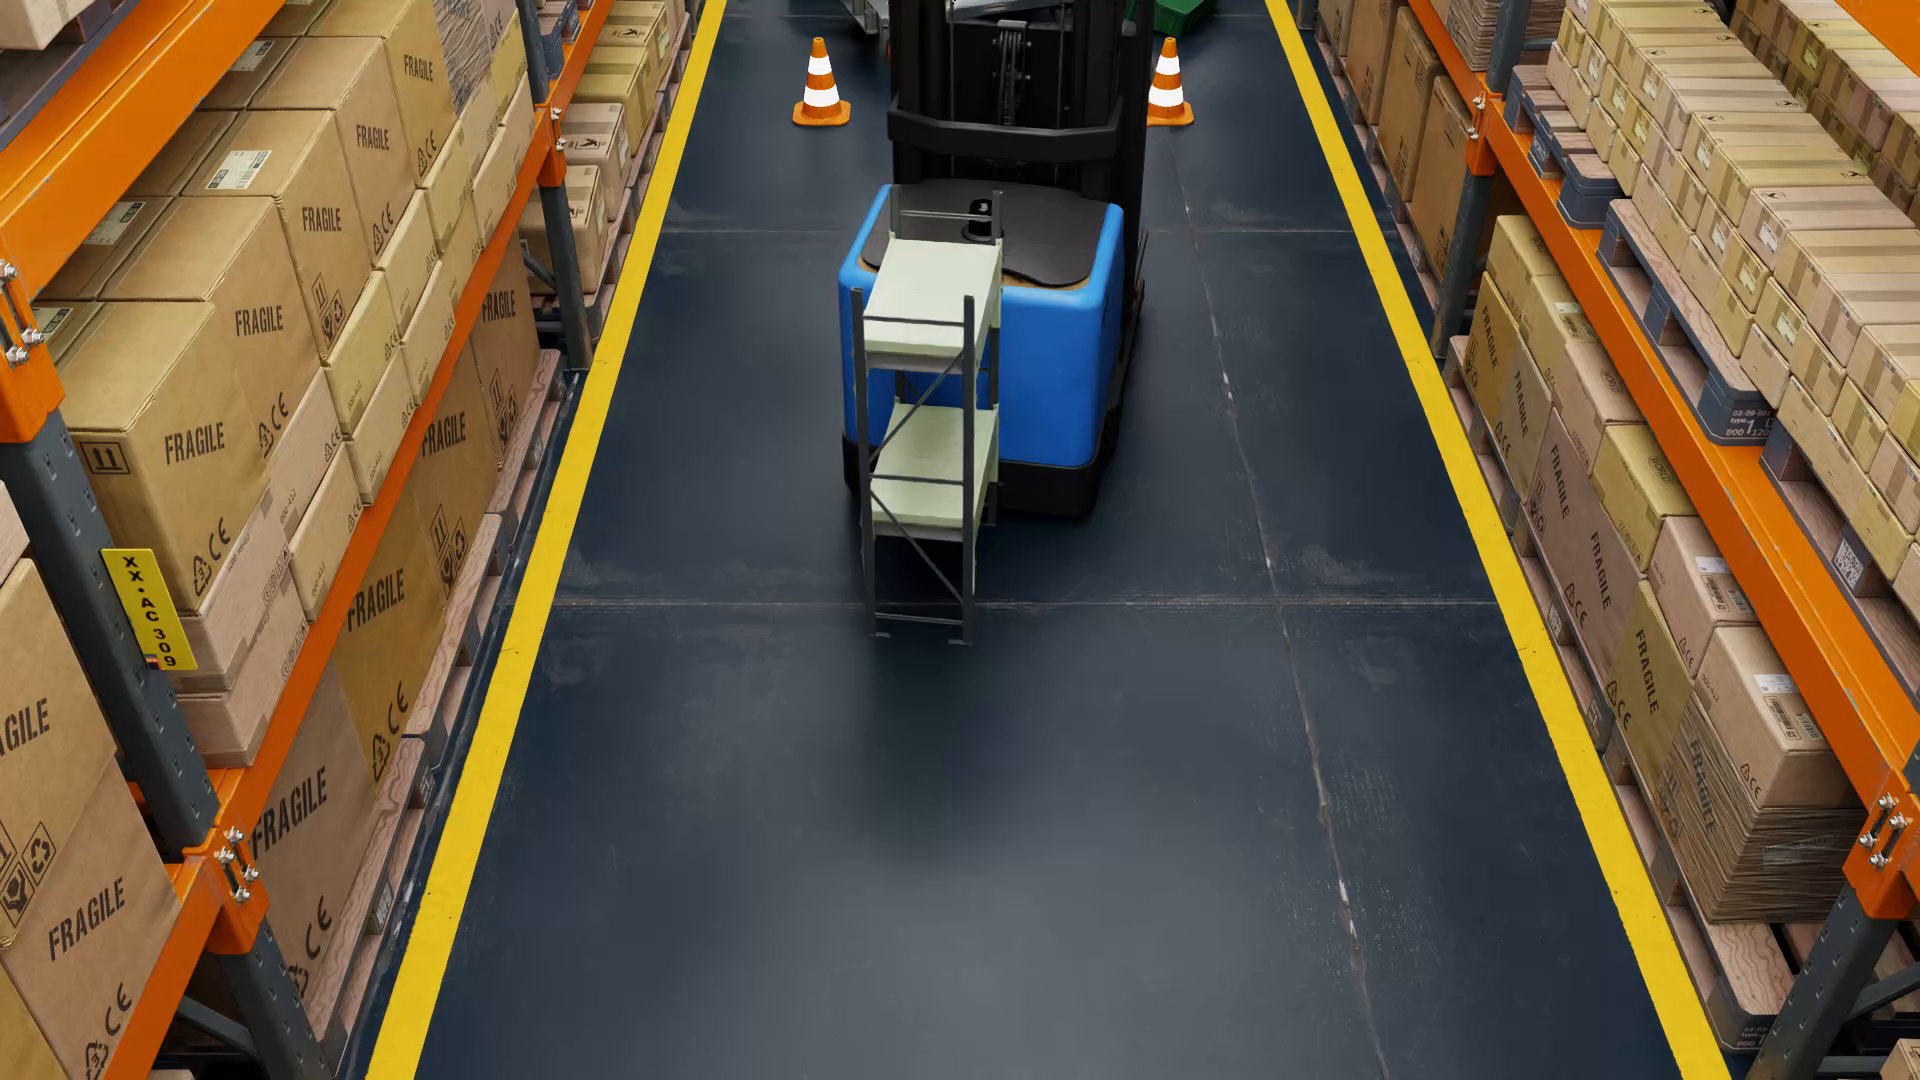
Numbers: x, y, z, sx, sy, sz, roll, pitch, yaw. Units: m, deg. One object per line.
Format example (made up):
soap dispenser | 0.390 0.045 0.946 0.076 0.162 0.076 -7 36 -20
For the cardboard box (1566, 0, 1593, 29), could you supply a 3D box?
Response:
cardboard box | 2.536 -2.058 6.309 0.380 0.149 0.250 0 39 0

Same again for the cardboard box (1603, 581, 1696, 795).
cardboard box | 2.481 0.478 5.418 0.500 0.500 0.500 -1 39 -1

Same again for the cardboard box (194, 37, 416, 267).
cardboard box | -1.962 -1.143 4.899 0.500 0.500 0.500 -1 39 -1

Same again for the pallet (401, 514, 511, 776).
pallet | -2.297 0.357 6.136 1.003 0.211 1.213 0 39 0

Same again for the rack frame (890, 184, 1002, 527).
rack frame | -0.051 -0.662 6.376 0.400 1.500 0.023 5 39 6

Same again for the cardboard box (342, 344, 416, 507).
cardboard box | -1.939 -0.345 4.901 0.500 0.250 0.500 0 39 0

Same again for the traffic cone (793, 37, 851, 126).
traffic cone | -0.824 -2.722 9.777 0.336 0.463 0.334 0 39 0

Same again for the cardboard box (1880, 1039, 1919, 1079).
cardboard box | 2.527 1.382 4.096 0.380 0.149 0.250 1 39 2

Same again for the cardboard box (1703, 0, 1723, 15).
cardboard box | 2.999 -2.372 7.231 0.500 0.500 0.500 0 39 0

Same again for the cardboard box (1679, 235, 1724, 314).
cardboard box | 2.530 -0.846 5.272 0.380 0.149 0.250 -1 39 -2

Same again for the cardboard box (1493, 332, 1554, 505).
cardboard box | 2.479 -0.483 6.618 0.500 0.500 0.500 0 39 0

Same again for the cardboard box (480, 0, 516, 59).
cardboard box | -1.958 -2.091 6.081 0.500 0.500 0.500 -1 39 -1

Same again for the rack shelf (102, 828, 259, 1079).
rack shelf | -2.214 2.048 2.371 1.077 0.370 4.000 0 39 0

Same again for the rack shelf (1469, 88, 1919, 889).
rack shelf | 2.732 -0.520 5.576 1.077 0.370 4.000 0 39 0

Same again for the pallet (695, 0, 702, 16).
pallet | -2.261 -3.818 11.346 1.003 0.211 1.213 0 39 0

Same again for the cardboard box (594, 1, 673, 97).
cardboard box | -2.218 -2.847 9.670 0.950 0.372 0.625 2 39 3

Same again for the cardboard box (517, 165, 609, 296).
cardboard box | -2.211 -1.477 7.960 0.950 0.372 0.625 -2 39 -3

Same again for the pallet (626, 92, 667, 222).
pallet | -2.219 -2.147 9.260 1.003 0.211 1.213 0 39 0

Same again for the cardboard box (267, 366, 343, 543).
cardboard box | -1.963 -0.222 4.348 0.500 0.250 0.500 1 39 1

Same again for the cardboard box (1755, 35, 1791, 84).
cardboard box | 3.187 -1.758 6.173 0.380 0.149 0.250 1 39 2

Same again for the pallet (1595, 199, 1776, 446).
pallet | 2.772 -0.739 5.427 1.003 0.211 1.213 0 39 0

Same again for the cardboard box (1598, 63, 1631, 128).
cardboard box | 2.535 -1.595 5.969 0.380 0.149 0.250 -1 39 -1

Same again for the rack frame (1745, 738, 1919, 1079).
rack frame | 2.737 0.450 3.790 0.949 2.616 0.053 0 39 0

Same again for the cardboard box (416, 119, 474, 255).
cardboard box | -1.941 -1.178 5.542 0.500 0.250 0.500 -1 39 -1

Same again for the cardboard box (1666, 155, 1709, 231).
cardboard box | 2.532 -1.126 5.384 0.380 0.149 0.250 0 39 0

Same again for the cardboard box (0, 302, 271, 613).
cardboard box | -1.929 -0.188 3.707 0.500 0.500 0.500 0 39 0

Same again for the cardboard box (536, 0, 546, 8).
cardboard box | -2.002 -2.431 7.250 0.380 0.149 0.250 -2 39 -3

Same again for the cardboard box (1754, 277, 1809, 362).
cardboard box | 2.533 -0.635 4.771 0.380 0.149 0.250 -2 39 -2

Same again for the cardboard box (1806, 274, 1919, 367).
cardboard box | 2.538 -0.593 4.481 0.380 0.149 0.250 0 39 0

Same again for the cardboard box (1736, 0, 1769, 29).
cardboard box | 3.188 -2.044 6.291 0.380 0.149 0.250 -1 39 -2

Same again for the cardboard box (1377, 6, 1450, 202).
cardboard box | 2.814 -2.265 8.641 1.050 0.750 0.750 1 39 1

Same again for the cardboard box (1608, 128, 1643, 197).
cardboard box | 2.531 -1.332 5.879 0.380 0.149 0.250 2 39 2

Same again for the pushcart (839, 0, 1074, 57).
pushcart | 0.055 -3.496 10.811 1.648 0.377 0.936 -13 40 -16

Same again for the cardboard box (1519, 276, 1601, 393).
cardboard box | 2.489 -0.784 6.394 0.500 0.250 0.500 0 39 -1

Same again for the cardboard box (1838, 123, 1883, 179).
cardboard box | 3.188 -1.282 5.578 0.380 0.149 0.250 0 39 0

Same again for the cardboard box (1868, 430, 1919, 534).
cardboard box | 2.534 -0.146 4.161 0.380 0.149 0.250 0 39 0

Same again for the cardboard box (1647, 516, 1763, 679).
cardboard box | 2.493 0.181 5.188 0.500 0.250 0.500 2 39 2

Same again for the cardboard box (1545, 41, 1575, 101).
cardboard box | 2.528 -1.838 6.510 0.380 0.149 0.250 -1 39 -1

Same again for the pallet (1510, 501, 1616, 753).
pallet | 2.727 0.286 6.224 1.003 0.211 1.213 0 39 0

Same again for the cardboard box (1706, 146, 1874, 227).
cardboard box | 2.536 -1.083 5.092 0.380 0.149 0.250 -1 39 -1

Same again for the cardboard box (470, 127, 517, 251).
cardboard box | -1.944 -1.291 6.082 0.500 0.250 0.500 1 39 1

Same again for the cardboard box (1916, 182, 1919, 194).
cardboard box | 3.187 -1.072 5.079 0.380 0.149 0.250 1 39 1

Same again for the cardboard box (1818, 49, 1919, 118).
cardboard box | 3.191 -1.556 5.682 0.380 0.149 0.250 1 39 1

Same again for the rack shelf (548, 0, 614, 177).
rack shelf | -2.223 -2.955 8.614 1.077 0.370 4.000 0 39 0

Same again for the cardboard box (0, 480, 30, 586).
cardboard box | -1.897 0.026 2.920 0.380 0.149 0.250 -1 39 -1

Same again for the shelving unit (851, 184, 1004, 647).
shelving unit | -0.101 -0.435 6.093 0.431 1.500 0.755 5 39 6

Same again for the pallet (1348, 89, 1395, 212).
pallet | 2.805 -2.218 9.349 1.003 0.211 1.213 0 39 0

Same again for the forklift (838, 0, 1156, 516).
forklift | 0.295 -2.163 7.106 1.130 2.935 3.031 7 39 8

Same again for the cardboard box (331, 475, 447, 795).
cardboard box | -2.306 0.229 5.429 0.875 0.875 0.875 1 39 1

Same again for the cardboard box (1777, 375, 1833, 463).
cardboard box | 2.536 -0.340 4.640 0.380 0.149 0.250 -2 39 -2

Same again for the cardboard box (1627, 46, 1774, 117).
cardboard box | 2.535 -1.574 5.704 0.380 0.149 0.250 -2 39 -2

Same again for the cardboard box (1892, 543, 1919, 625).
cardboard box | 2.535 0.135 4.047 0.380 0.149 0.250 -1 39 -1
